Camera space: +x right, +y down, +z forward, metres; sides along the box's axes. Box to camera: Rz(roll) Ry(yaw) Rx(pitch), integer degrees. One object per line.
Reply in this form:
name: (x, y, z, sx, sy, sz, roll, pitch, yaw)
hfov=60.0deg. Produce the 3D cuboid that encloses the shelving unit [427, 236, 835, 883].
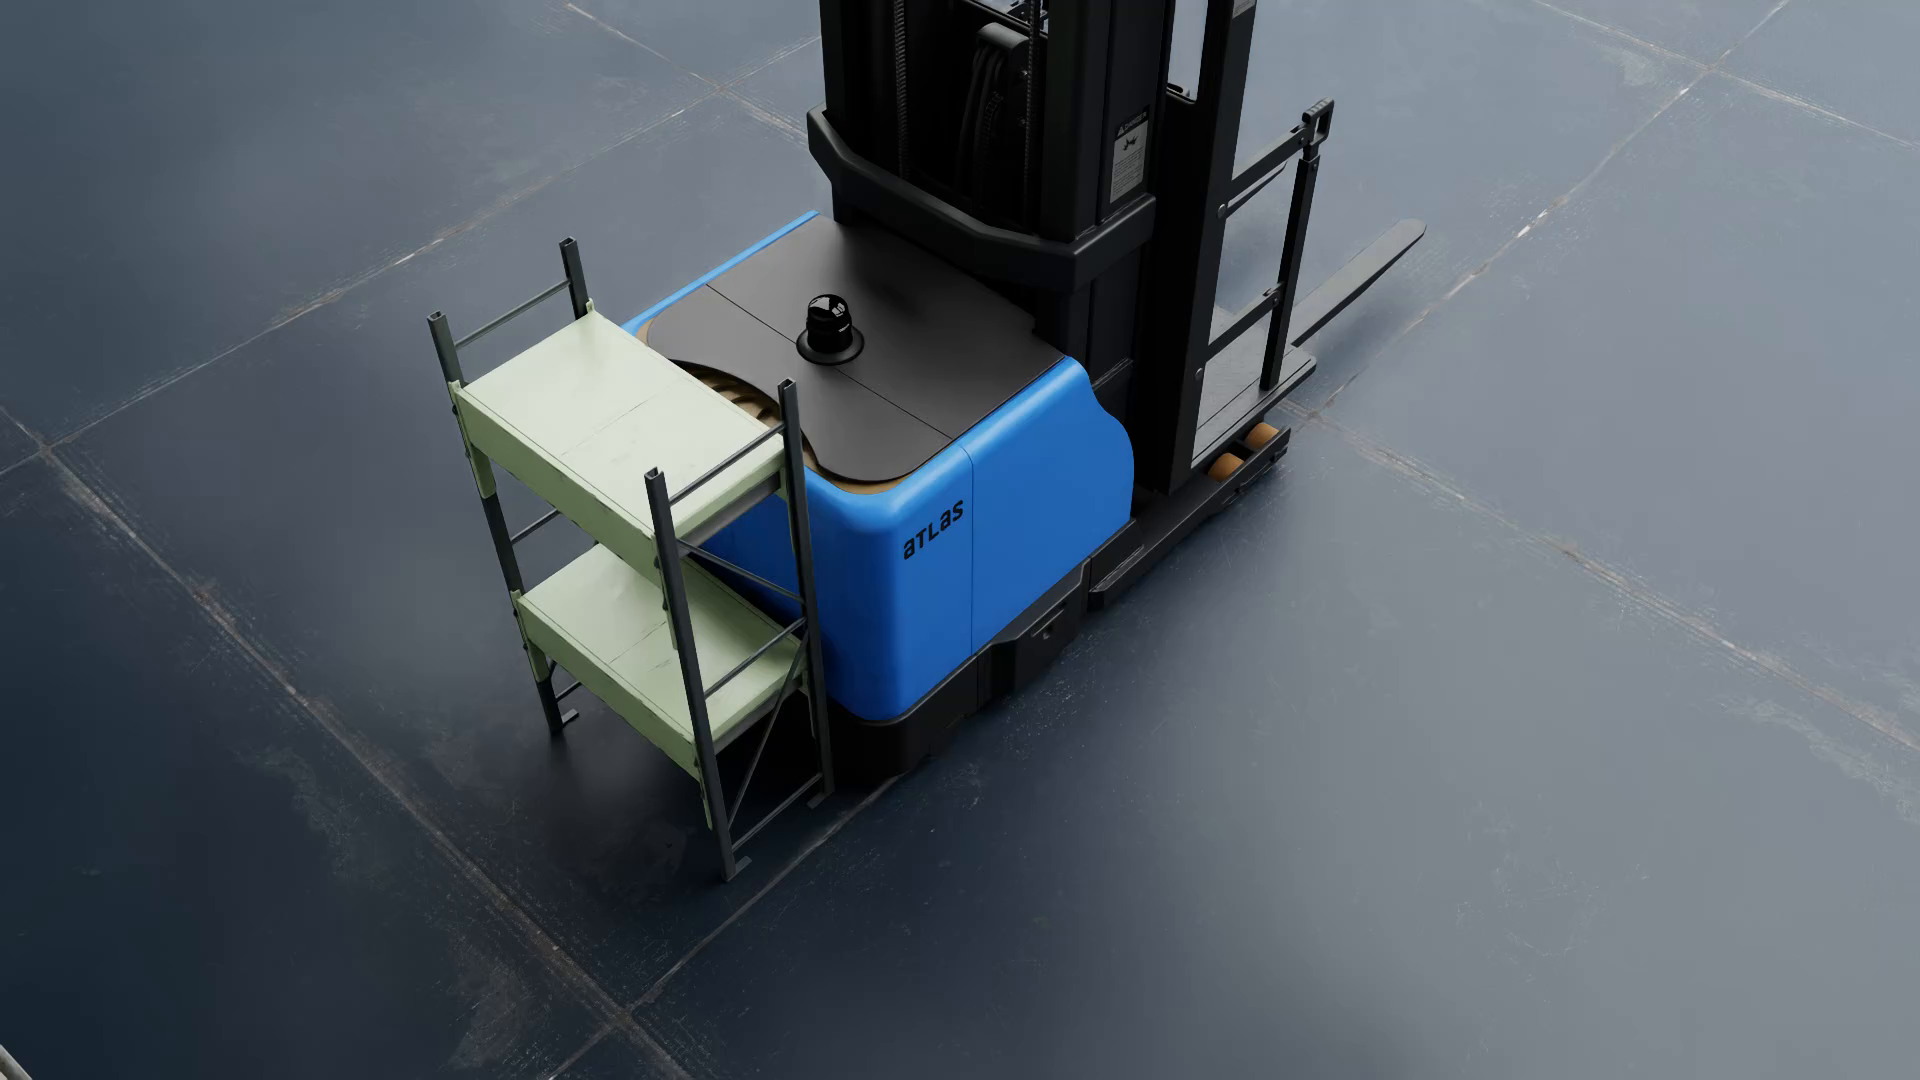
shelving unit: (-0.759, 0.101, 4.126, 0.755, 1.500, 0.431, 34, 55, 27)

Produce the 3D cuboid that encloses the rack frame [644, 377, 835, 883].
rack frame: (-0.488, 0.281, 3.957, 0.023, 1.500, 0.400, 34, 55, 27)

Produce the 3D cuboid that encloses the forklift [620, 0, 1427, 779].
forklift: (0.425, -1.343, 4.500, 1.130, 2.935, 3.031, 34, 55, 27)

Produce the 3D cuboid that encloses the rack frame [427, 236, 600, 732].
rack frame: (-1.029, -0.079, 4.295, 0.023, 1.500, 0.400, 34, 55, 27)

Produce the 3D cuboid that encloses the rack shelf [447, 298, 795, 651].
rack shelf: (-0.759, -0.166, 3.842, 0.720, 0.370, 0.431, 34, 55, 27)

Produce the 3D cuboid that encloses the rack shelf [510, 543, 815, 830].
rack shelf: (-0.759, 0.324, 4.364, 0.720, 0.370, 0.431, 34, 55, 27)
